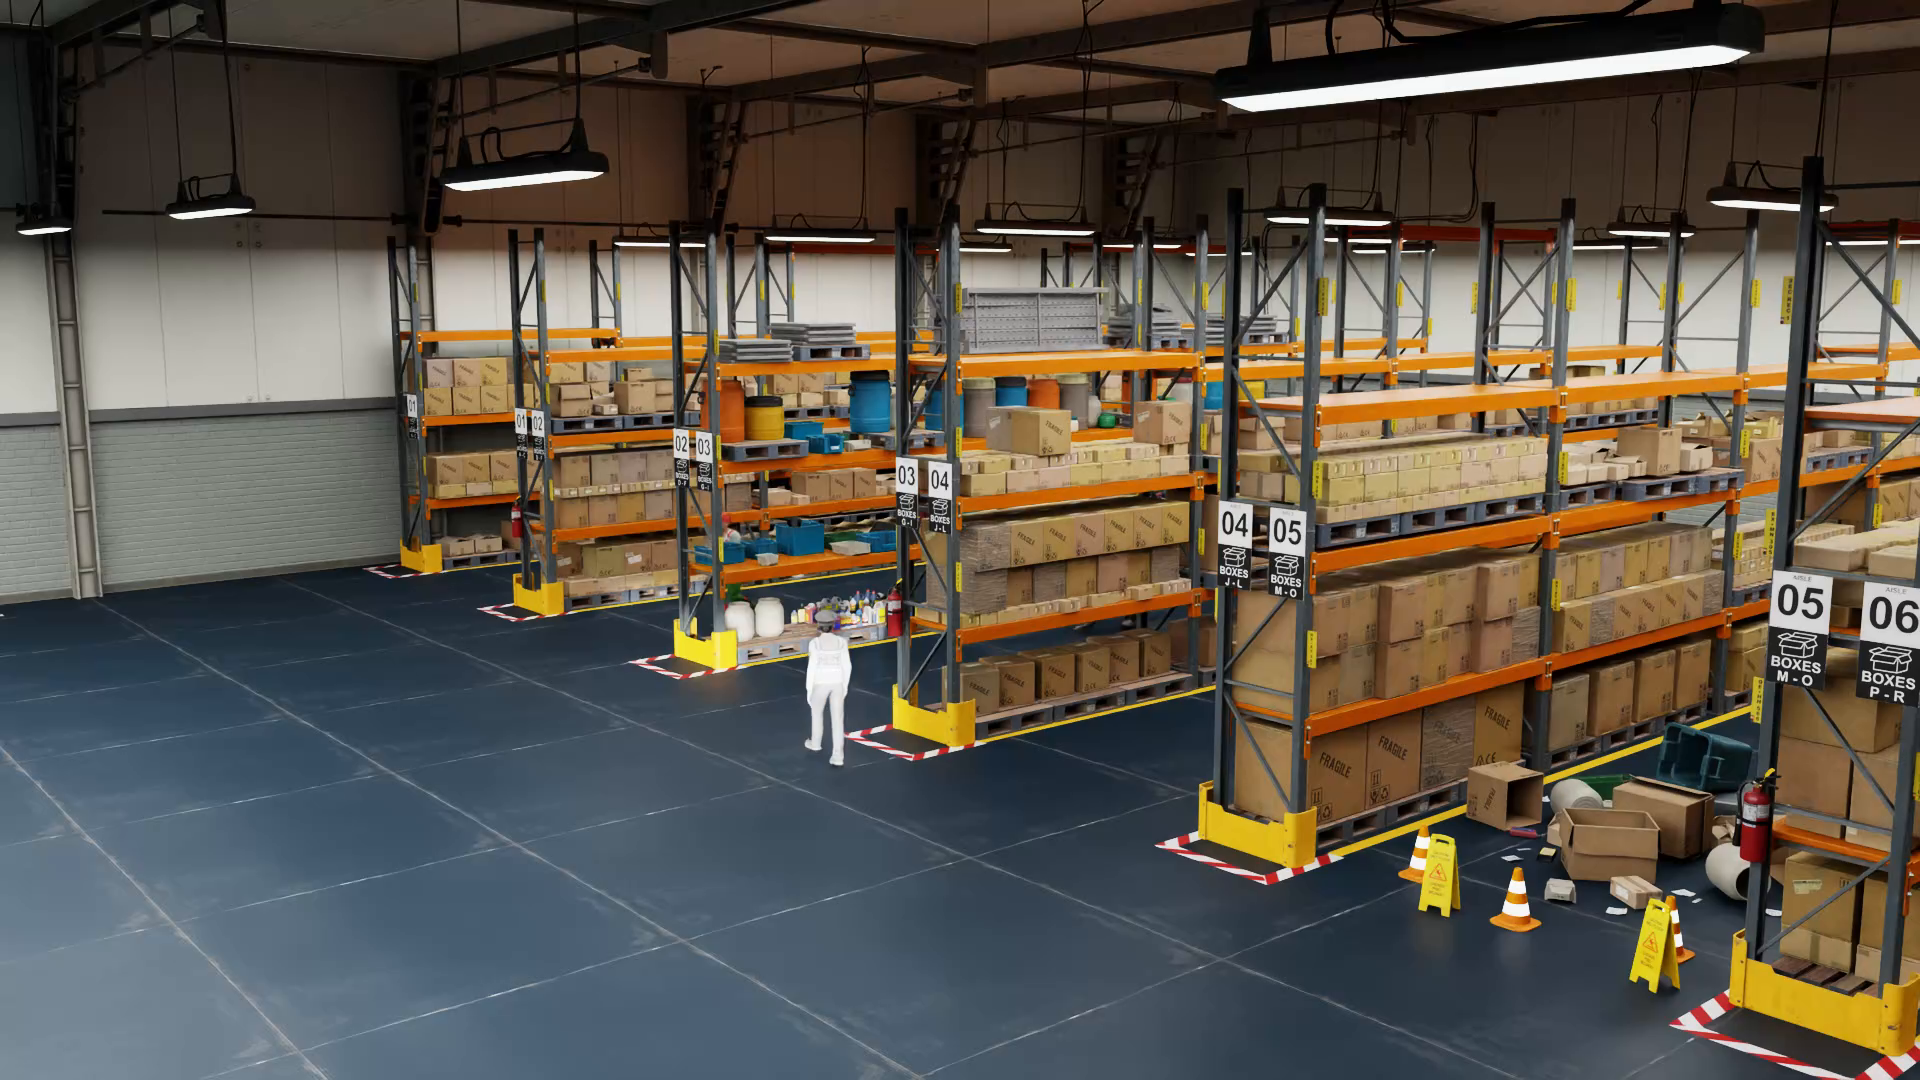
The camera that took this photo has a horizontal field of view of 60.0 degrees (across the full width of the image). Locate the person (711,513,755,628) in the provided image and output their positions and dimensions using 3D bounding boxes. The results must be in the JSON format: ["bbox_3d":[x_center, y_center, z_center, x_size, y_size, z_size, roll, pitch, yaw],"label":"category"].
[{"bbox_3d":[-3.441,0.444,25.173,0.620,1.764,0.701,8,12,42],"label":"person"}]

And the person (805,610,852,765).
[{"bbox_3d":[-1.443,1.573,18.122,0.529,1.604,0.994,-3,9,-16],"label":"person"}]

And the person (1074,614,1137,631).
[{"bbox_3d":[2.228,0.483,24.805,0.578,1.707,1.143,9,12,44],"label":"person"}]
